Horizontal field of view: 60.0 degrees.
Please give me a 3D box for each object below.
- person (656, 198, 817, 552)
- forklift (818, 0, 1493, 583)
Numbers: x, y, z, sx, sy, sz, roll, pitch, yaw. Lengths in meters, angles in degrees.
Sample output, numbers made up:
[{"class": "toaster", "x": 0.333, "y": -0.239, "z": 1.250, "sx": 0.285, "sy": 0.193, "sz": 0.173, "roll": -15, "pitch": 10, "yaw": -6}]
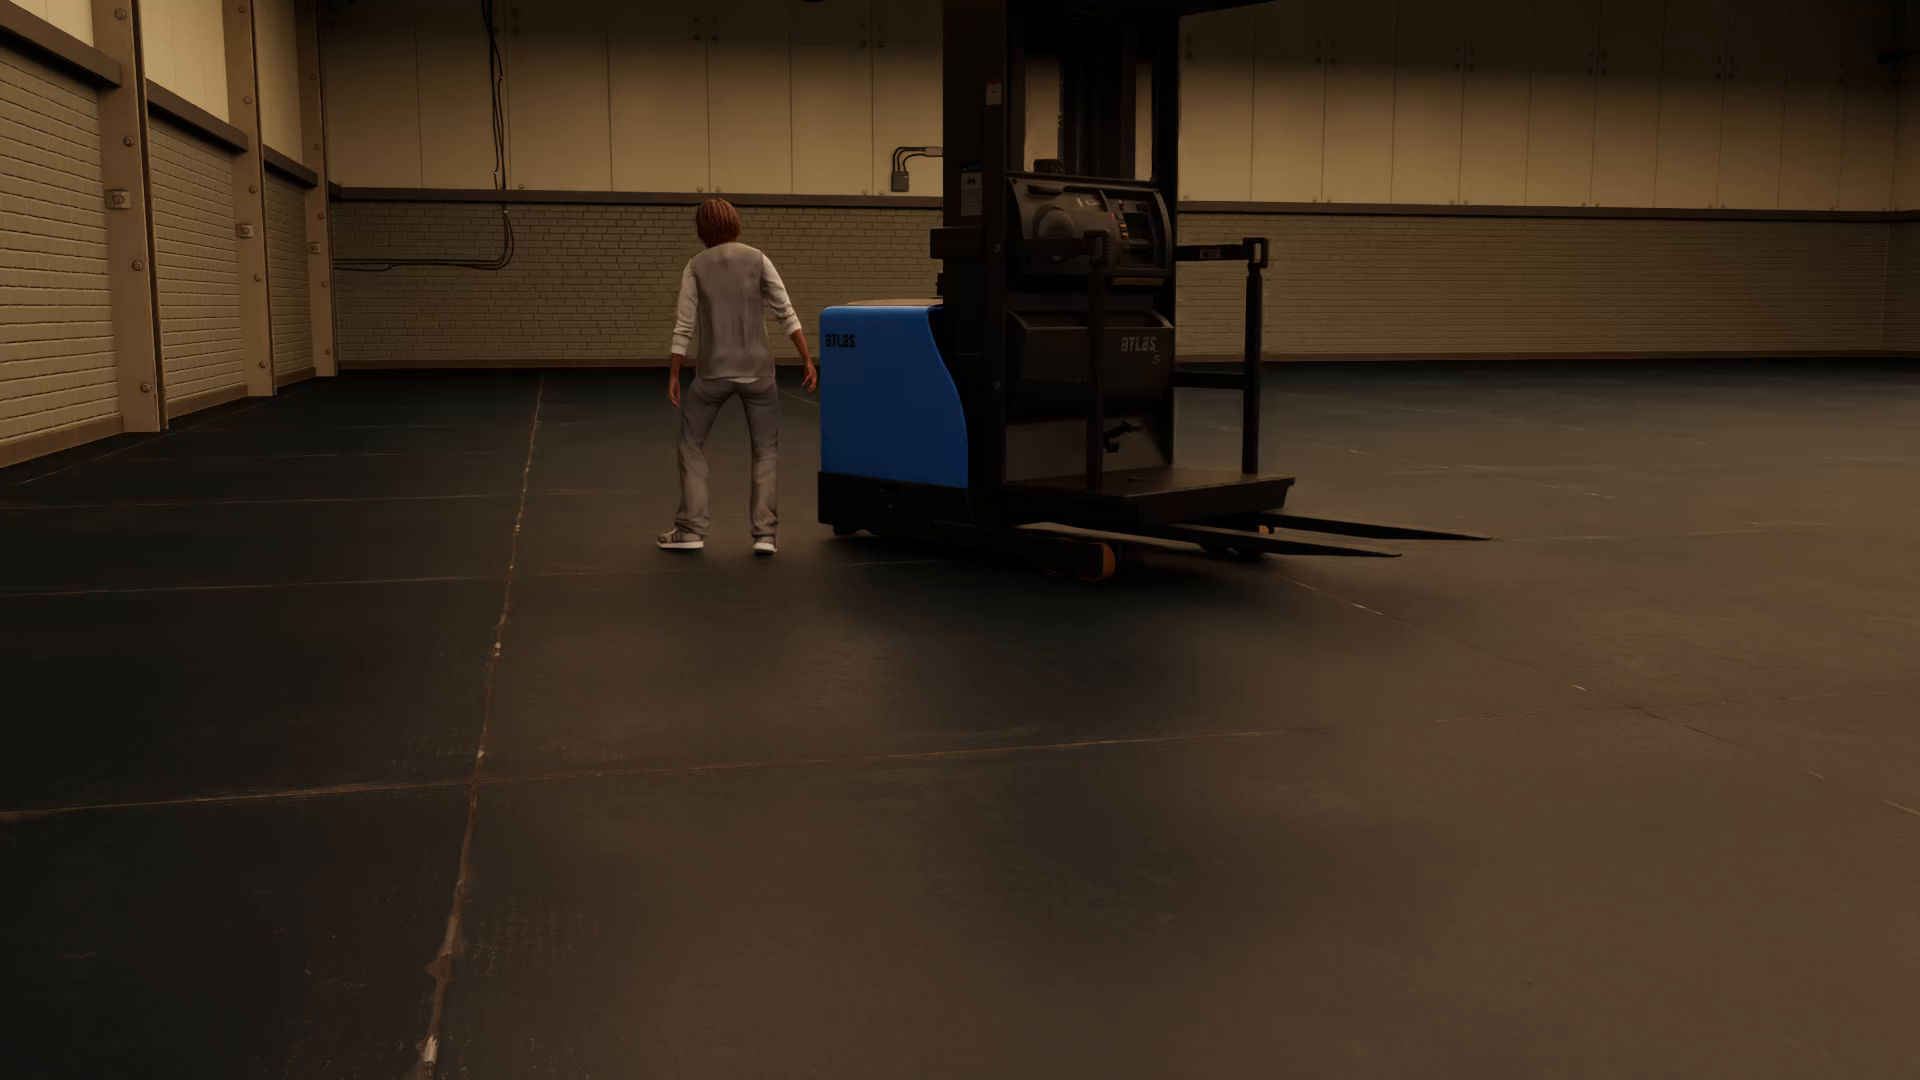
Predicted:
[{"class": "person", "x": -0.994, "y": -0.707, "z": 7.305, "sx": 0.730, "sy": 1.564, "sz": 0.407, "roll": -1, "pitch": 8, "yaw": -4}, {"class": "forklift", "x": 0.705, "y": -1.362, "z": 6.868, "sx": 1.130, "sy": 2.935, "sz": 3.031, "roll": -7, "pitch": 11, "yaw": -42}]
